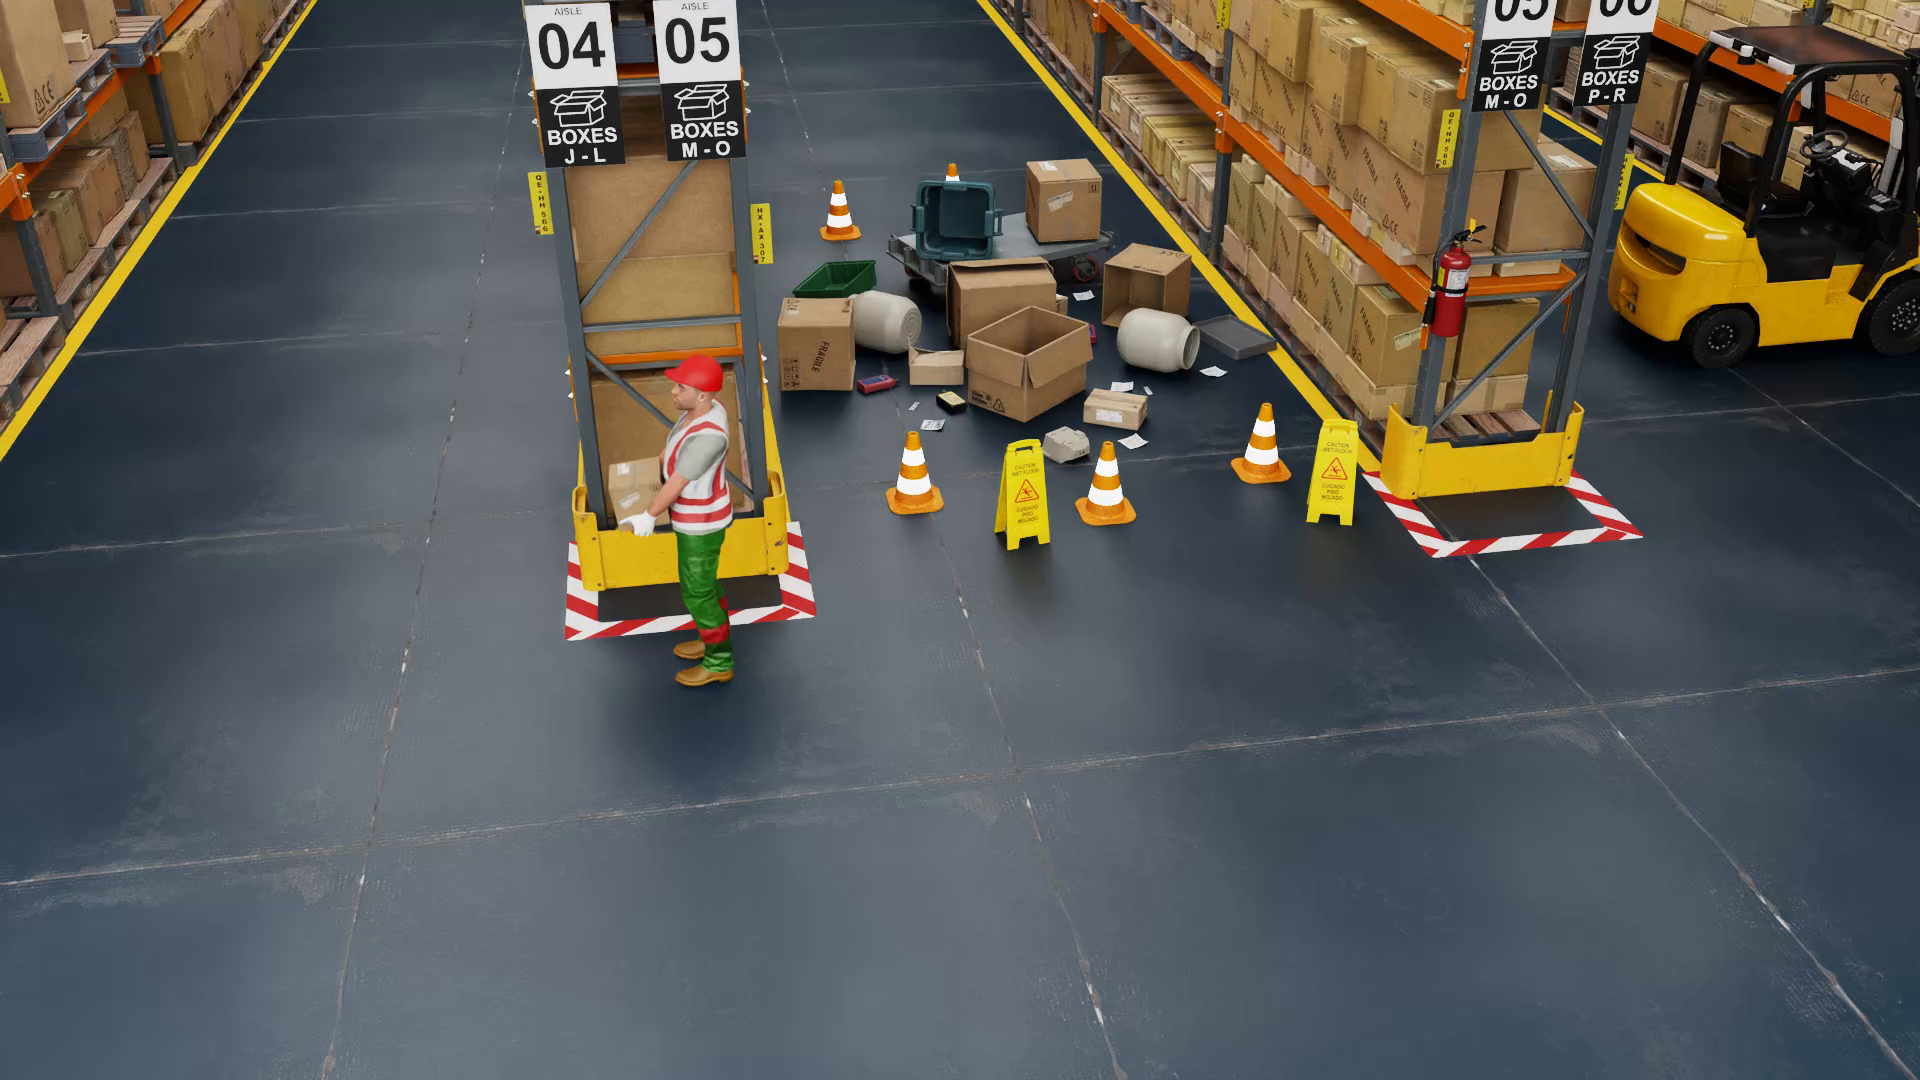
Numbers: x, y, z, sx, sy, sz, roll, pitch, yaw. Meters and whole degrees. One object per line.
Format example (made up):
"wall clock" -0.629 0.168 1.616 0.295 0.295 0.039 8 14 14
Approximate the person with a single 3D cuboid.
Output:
"person" -1.400 -0.090 8.274 0.568 1.783 0.494 -5 31 -8
